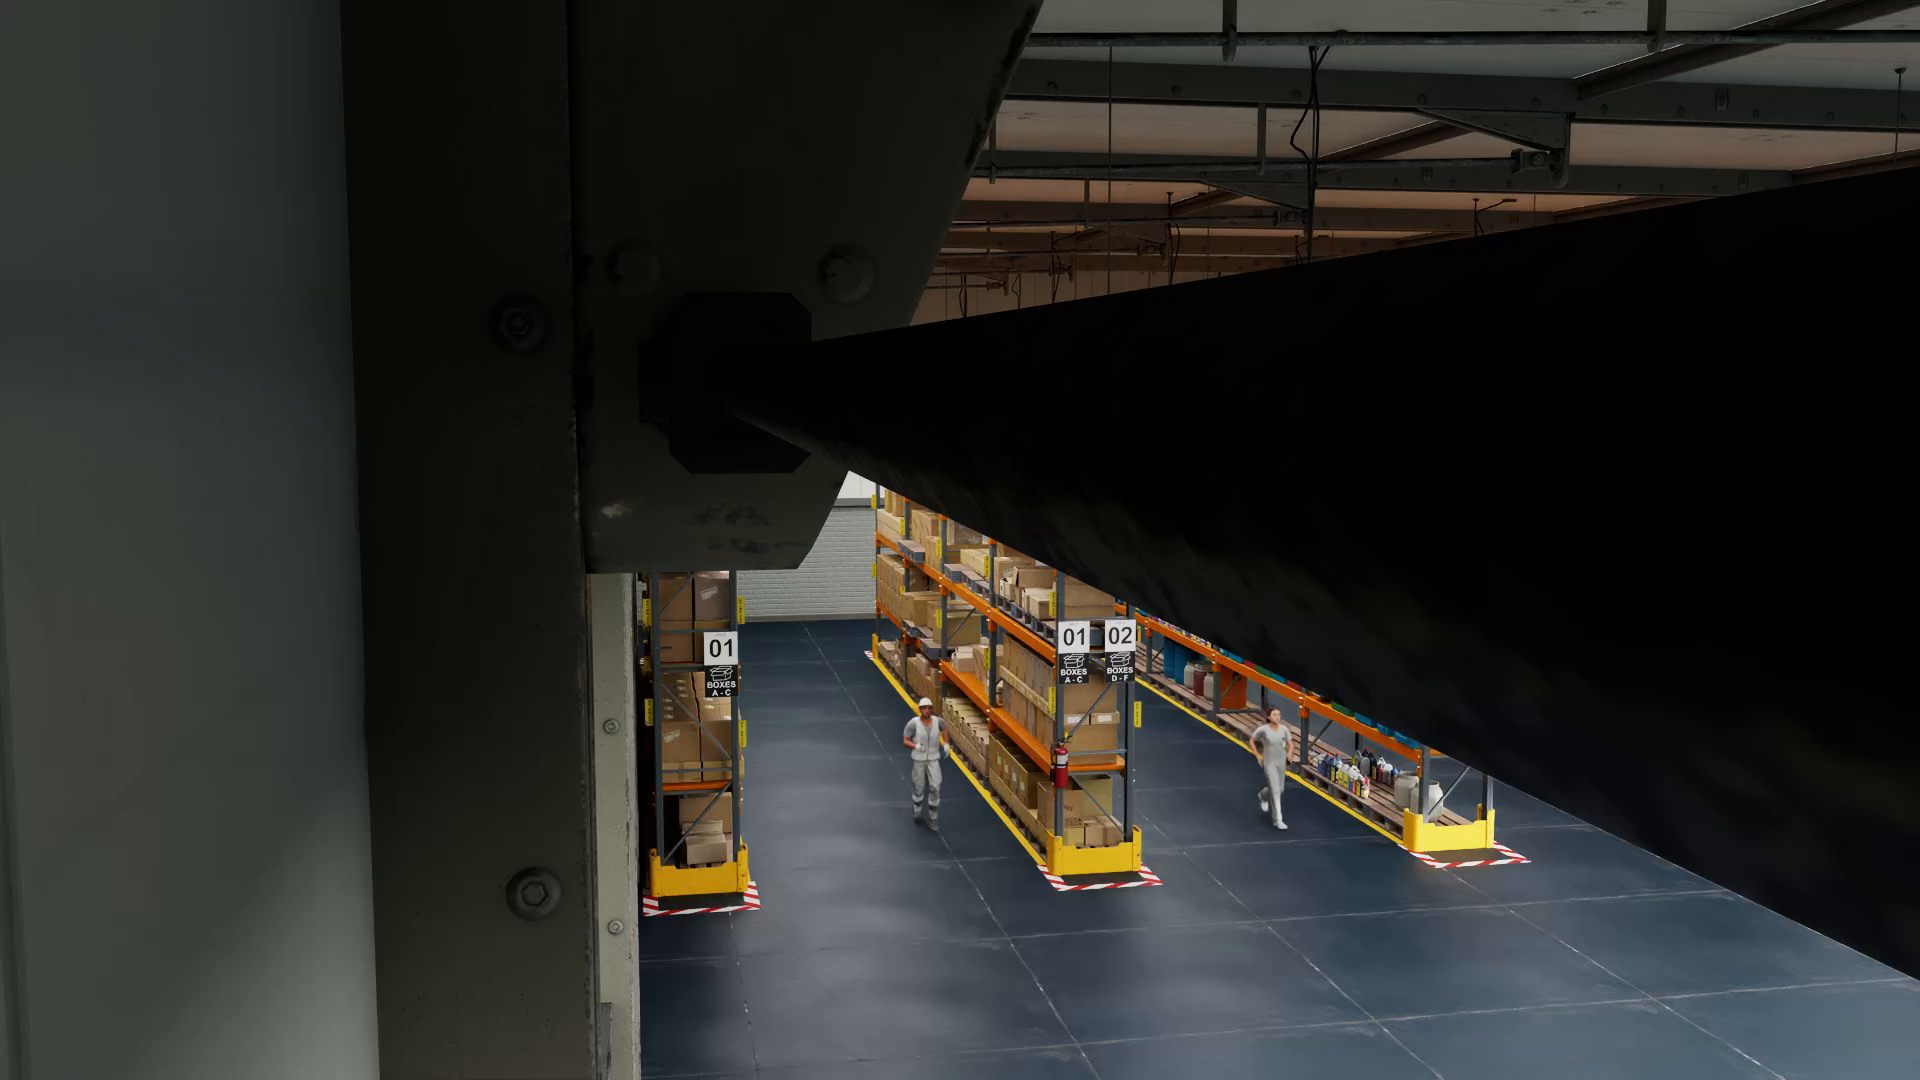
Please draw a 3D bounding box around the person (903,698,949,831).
[{"bbox_3d":[-0.463,3.095,23.030,0.680,1.864,0.770,-1,6,-11],"label":"person"}]

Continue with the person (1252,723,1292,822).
[{"bbox_3d":[4.340,3.214,23.201,0.549,1.330,0.734,-2,6,-16],"label":"person"}]
